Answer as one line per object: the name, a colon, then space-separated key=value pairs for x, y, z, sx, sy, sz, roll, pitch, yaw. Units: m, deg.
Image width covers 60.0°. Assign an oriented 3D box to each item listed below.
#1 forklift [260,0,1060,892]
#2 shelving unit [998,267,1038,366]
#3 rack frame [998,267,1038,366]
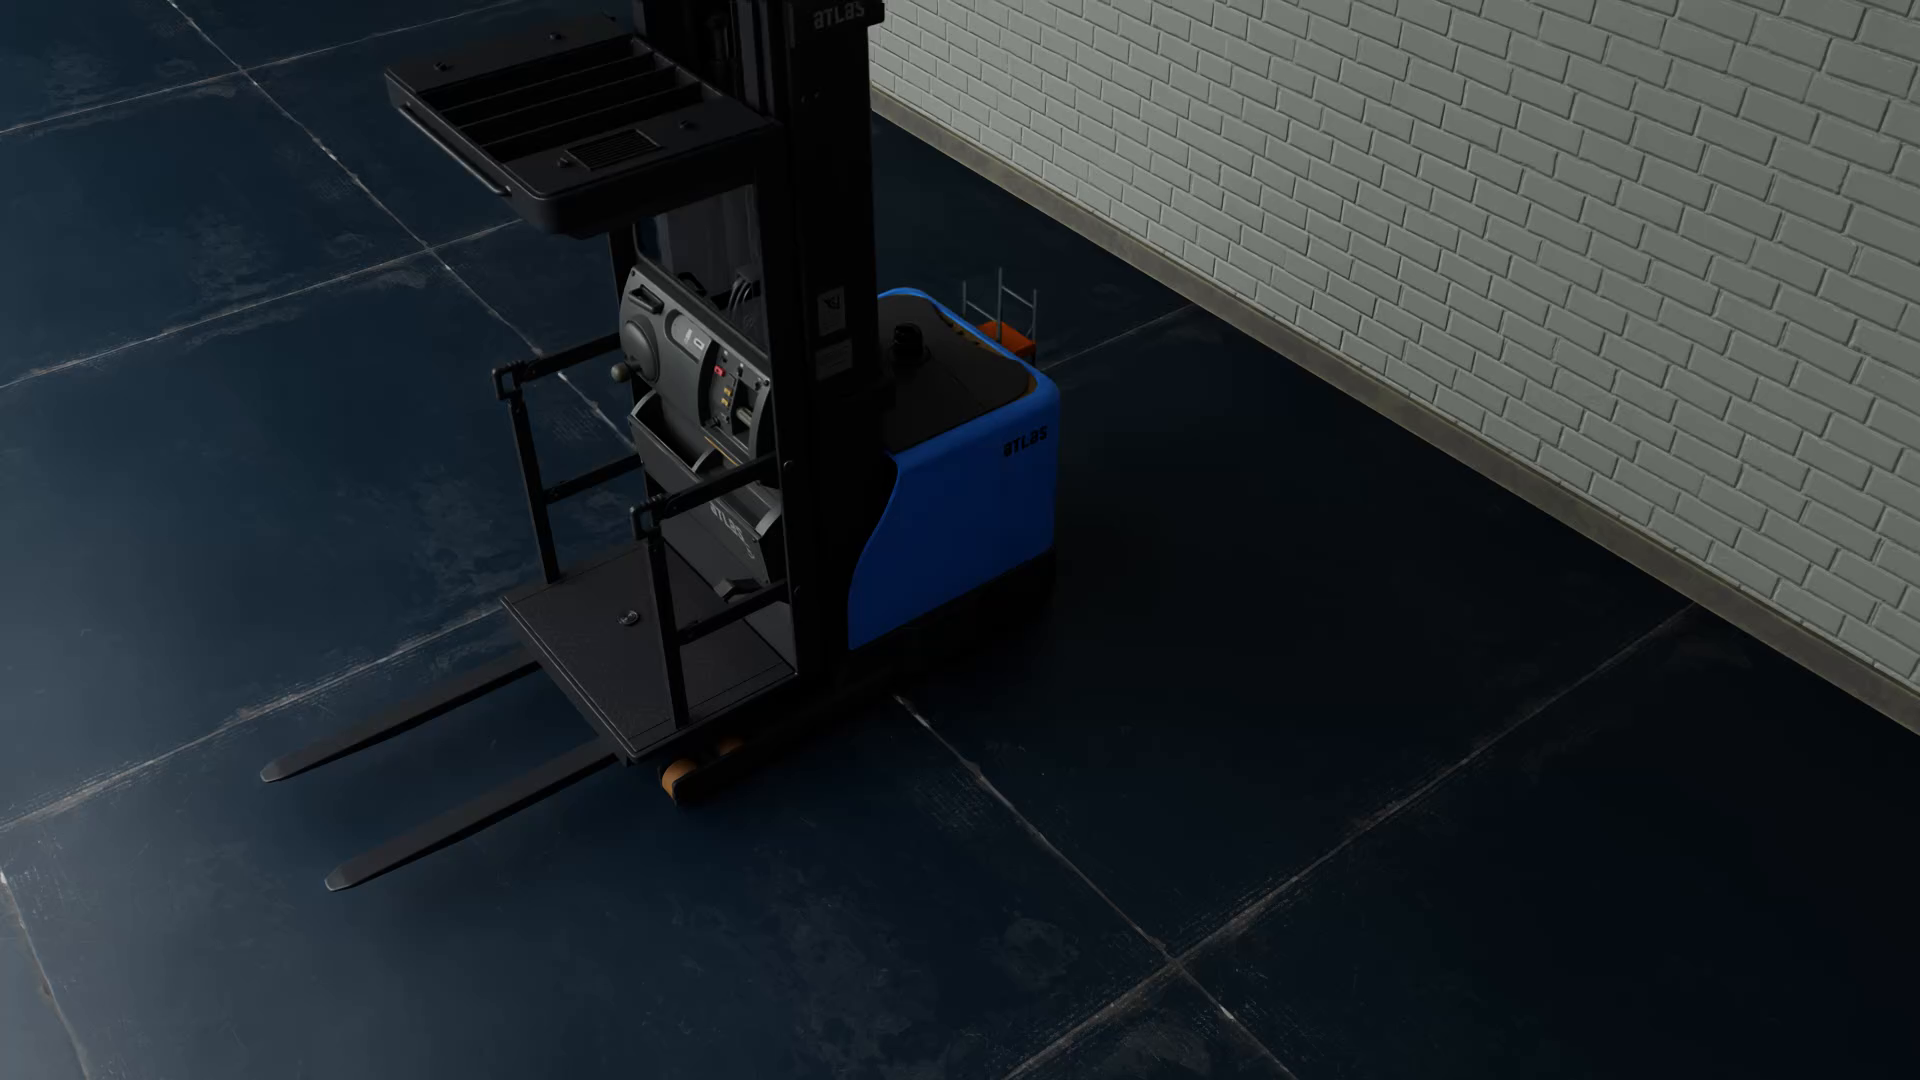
forklift: x=-1.081 y=-0.503 z=5.658 sx=3.031 sy=2.797 sz=1.129 roll=-26 pitch=46 yaw=-28
shelving unit: x=0.161 y=-0.543 z=6.966 sx=0.184 sy=1.200 sz=0.258 roll=-26 pitch=46 yaw=-28
rack frame: x=0.232 y=-0.577 z=7.008 sx=0.006 sy=1.200 sz=0.240 roll=-26 pitch=46 yaw=-28
